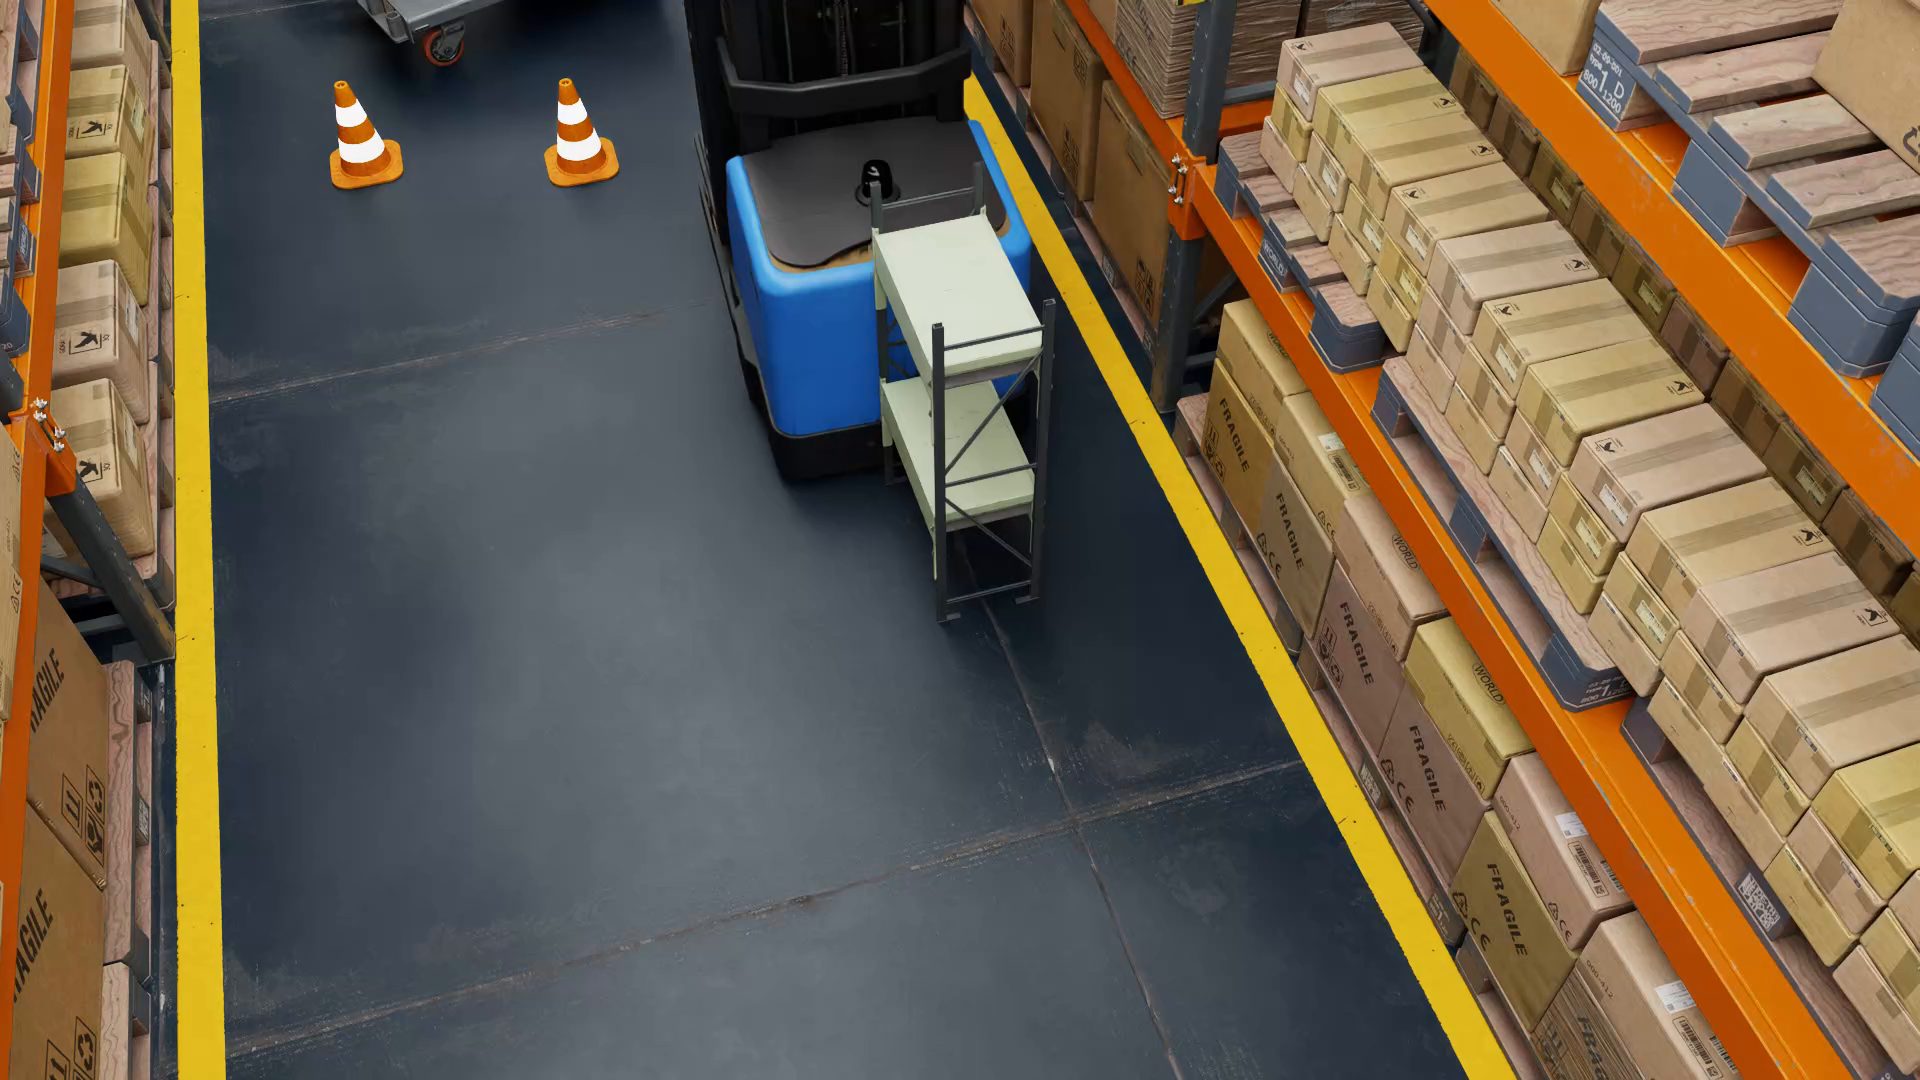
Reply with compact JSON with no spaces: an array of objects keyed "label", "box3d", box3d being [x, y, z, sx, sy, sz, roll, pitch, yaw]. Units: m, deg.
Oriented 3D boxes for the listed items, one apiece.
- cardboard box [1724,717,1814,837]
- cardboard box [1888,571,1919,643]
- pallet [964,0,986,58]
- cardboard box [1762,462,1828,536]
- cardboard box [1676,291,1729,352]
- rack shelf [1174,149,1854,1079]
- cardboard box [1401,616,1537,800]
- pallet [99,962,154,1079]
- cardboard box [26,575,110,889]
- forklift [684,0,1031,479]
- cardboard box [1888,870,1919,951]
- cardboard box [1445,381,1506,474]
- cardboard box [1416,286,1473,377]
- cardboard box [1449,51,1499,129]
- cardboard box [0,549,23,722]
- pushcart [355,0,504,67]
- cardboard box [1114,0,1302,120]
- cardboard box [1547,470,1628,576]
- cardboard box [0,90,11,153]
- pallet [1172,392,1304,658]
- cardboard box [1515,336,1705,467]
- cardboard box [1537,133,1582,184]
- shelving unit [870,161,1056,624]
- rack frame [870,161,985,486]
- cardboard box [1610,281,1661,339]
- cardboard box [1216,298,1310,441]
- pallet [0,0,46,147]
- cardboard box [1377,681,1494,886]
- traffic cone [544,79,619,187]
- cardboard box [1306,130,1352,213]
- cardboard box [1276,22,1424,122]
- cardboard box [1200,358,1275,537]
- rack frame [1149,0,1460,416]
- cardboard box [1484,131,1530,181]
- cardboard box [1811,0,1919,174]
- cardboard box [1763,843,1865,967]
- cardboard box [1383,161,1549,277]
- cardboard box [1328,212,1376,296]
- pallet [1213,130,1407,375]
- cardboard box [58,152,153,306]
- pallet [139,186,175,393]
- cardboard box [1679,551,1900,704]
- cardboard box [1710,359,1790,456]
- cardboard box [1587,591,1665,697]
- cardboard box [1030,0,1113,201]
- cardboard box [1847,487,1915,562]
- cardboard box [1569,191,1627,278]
[{"label":"cardboard box","box3d":[2.025,0.505,3.847,0.380,0.149,0.250,-11,51,-9]},{"label":"cardboard box","box3d":[2.571,0.166,4.133,0.380,0.149,0.250,-15,52,-13]},{"label":"pallet","box3d":[0.415,-3.123,9.034,1.003,0.211,1.213,-13,51,-11]},{"label":"cardboard box","box3d":[2.413,-0.123,4.572,0.380,0.149,0.250,-14,51,-12]},{"label":"cardboard box","box3d":[2.261,-0.693,4.663,0.380,0.149,0.250,-11,51,-9]},{"label":"rack shelf","box3d":[1.890,0.046,5.009,1.077,0.370,4.000,-13,51,-11]},{"label":"cardboard box","box3d":[1.710,0.456,5.063,0.500,0.250,0.500,-15,52,-13]},{"label":"pallet","box3d":[-2.882,1.928,4.776,1.003,0.211,1.213,-13,51,-11]},{"label":"cardboard box","box3d":[-3.276,0.619,5.171,0.875,0.875,0.875,-14,51,-11]},{"label":"forklift","box3d":[-0.585,-2.344,6.599,1.130,2.935,3.031,-11,51,-9]},{"label":"cardboard box","box3d":[2.176,0.780,3.421,0.380,0.149,0.250,-11,51,-9]},{"label":"cardboard box","box3d":[1.632,-0.360,4.771,0.380,0.149,0.250,-13,51,-10]},{"label":"cardboard box","box3d":[1.561,-0.640,4.812,0.380,0.149,0.250,-13,51,-11]},{"label":"cardboard box","box3d":[1.879,-1.539,5.570,0.380,0.149,0.250,-12,51,-10]},{"label":"cardboard box","box3d":[-2.837,0.275,4.444,0.500,0.250,0.500,-12,51,-10]},{"label":"pushcart","box3d":[-2.420,-3.082,8.891,1.648,0.377,0.936,-30,56,-23]},{"label":"cardboard box","box3d":[0.908,-1.947,6.154,0.500,0.500,0.500,-13,51,-11]},{"label":"cardboard box","box3d":[1.781,-0.083,4.343,0.380,0.149,0.250,-13,51,-11]},{"label":"cardboard box","box3d":[-3.469,-1.417,5.662,0.380,0.149,0.250,-13,51,-11]},{"label":"pallet","box3d":[1.528,-0.177,6.550,1.003,0.211,1.213,-13,51,-11]},{"label":"cardboard box","box3d":[1.710,-0.369,4.389,0.380,0.149,0.250,-14,51,-11]},{"label":"cardboard box","box3d":[2.031,-1.263,5.143,0.380,0.149,0.250,-12,51,-10]},{"label":"shelving unit","box3d":[-0.002,-0.488,5.970,0.431,1.500,0.755,-13,51,-11]},{"label":"rack frame","box3d":[-0.110,-0.756,6.196,0.400,1.500,0.023,-13,51,-11]},{"label":"cardboard box","box3d":[2.183,-0.696,5.054,0.380,0.149,0.250,-15,52,-13]},{"label":"cardboard box","box3d":[1.271,-0.659,6.003,0.500,0.250,0.500,-15,52,-13]},{"label":"pallet","box3d":[-4.025,-1.828,6.244,1.003,0.211,1.213,-13,51,-11]},{"label":"cardboard box","box3d":[1.723,0.711,5.338,0.500,0.500,0.500,-14,51,-12]},{"label":"traffic cone","box3d":[-1.838,-1.982,7.908,0.336,0.463,0.334,-13,51,-11]},{"label":"cardboard box","box3d":[1.331,-1.201,5.285,0.380,0.149,0.250,-11,51,-9]},{"label":"cardboard box","box3d":[1.251,-1.508,5.350,0.380,0.149,0.250,-13,51,-11]},{"label":"cardboard box","box3d":[1.264,-0.402,6.277,0.500,0.500,0.500,-15,52,-13]},{"label":"rack frame","box3d":[1.298,-1.646,5.966,1.000,3.000,0.127,-13,51,-11]},{"label":"cardboard box","box3d":[1.955,-1.263,5.532,0.380,0.149,0.250,-13,51,-11]},{"label":"cardboard box","box3d":[2.150,-1.018,3.132,0.797,0.503,0.637,-14,51,-11]},{"label":"cardboard box","box3d":[2.097,0.786,3.805,0.380,0.149,0.250,-13,51,-11]},{"label":"cardboard box","box3d":[1.478,-0.942,4.872,0.380,0.149,0.250,-15,52,-12]},{"label":"cardboard box","box3d":[1.397,-0.935,5.256,0.380,0.149,0.250,-11,51,-9]},{"label":"pallet","box3d":[1.611,-1.088,5.621,1.213,0.211,1.003,-13,51,-11]},{"label":"cardboard box","box3d":[-4.003,-1.249,7.075,0.950,0.372,0.625,-12,51,-10]},{"label":"pallet","box3d":[-3.987,-1.015,7.257,1.003,0.211,1.213,-13,51,-11]},{"label":"cardboard box","box3d":[1.943,0.203,3.907,0.380,0.149,0.250,-13,51,-11]},{"label":"cardboard box","box3d":[2.339,-0.409,4.617,0.380,0.149,0.250,-14,51,-12]},{"label":"cardboard box","box3d":[1.864,0.218,4.283,0.380,0.149,0.250,-15,52,-13]},{"label":"cardboard box","box3d":[0.942,-2.159,7.595,1.050,0.750,0.750,-13,51,-10]},{"label":"cardboard box","box3d":[2.495,-0.123,4.182,0.380,0.149,0.250,-14,51,-11]},{"label":"cardboard box","box3d":[2.114,-0.970,5.090,0.380,0.149,0.250,-13,51,-11]}]
